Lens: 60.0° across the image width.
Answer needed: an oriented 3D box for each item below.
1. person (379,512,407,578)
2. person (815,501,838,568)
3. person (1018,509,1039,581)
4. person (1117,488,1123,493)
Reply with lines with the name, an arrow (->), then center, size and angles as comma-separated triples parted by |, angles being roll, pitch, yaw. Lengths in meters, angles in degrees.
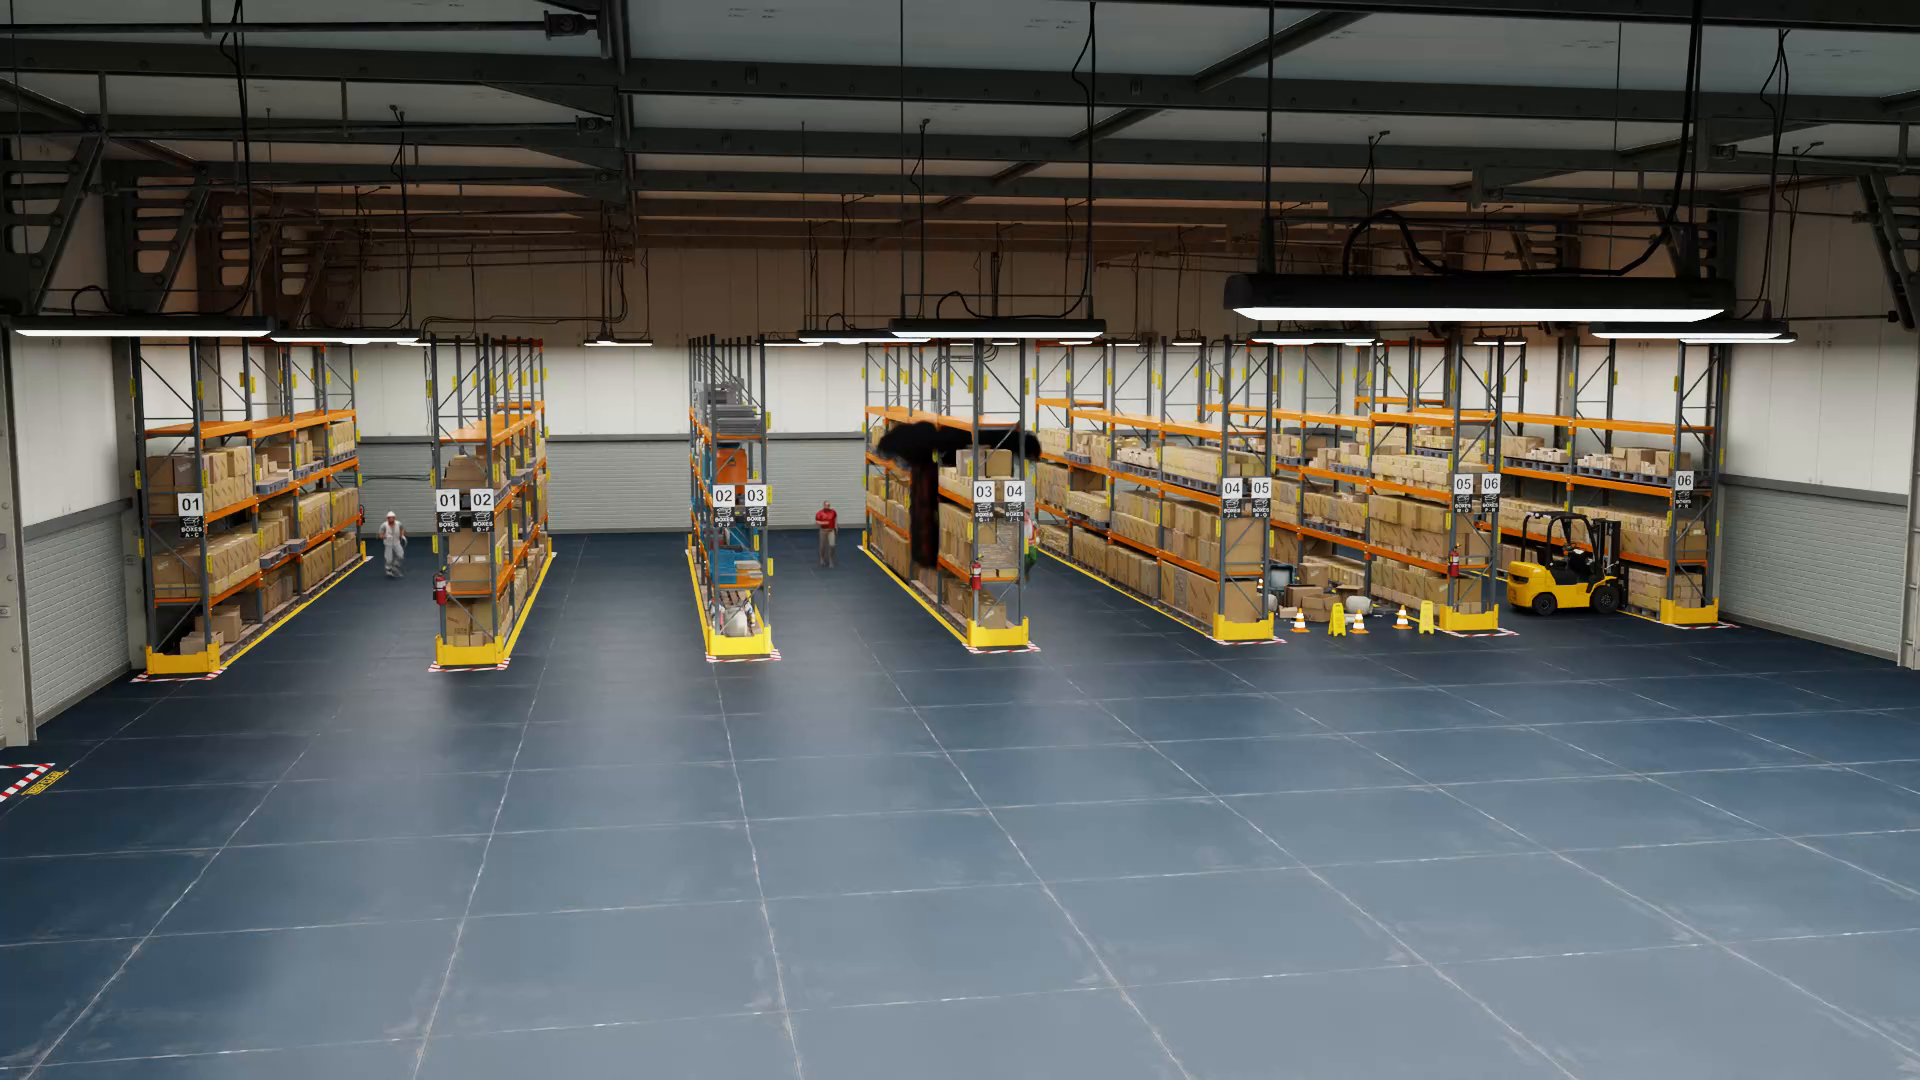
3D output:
person -> -14.155, 0.116, 41.549 | 0.701, 1.676, 0.919 | -4, 8, -29
person -> -3.513, -0.144, 43.826 | 0.629, 1.798, 0.875 | -2, 7, -14
person -> 1.567, 0.152, 38.546 | 0.700, 1.758, 0.695 | -2, 7, -16
person -> 4.867, -0.666, 48.698 | 0.918, 1.678, 0.573 | 4, 8, 32
